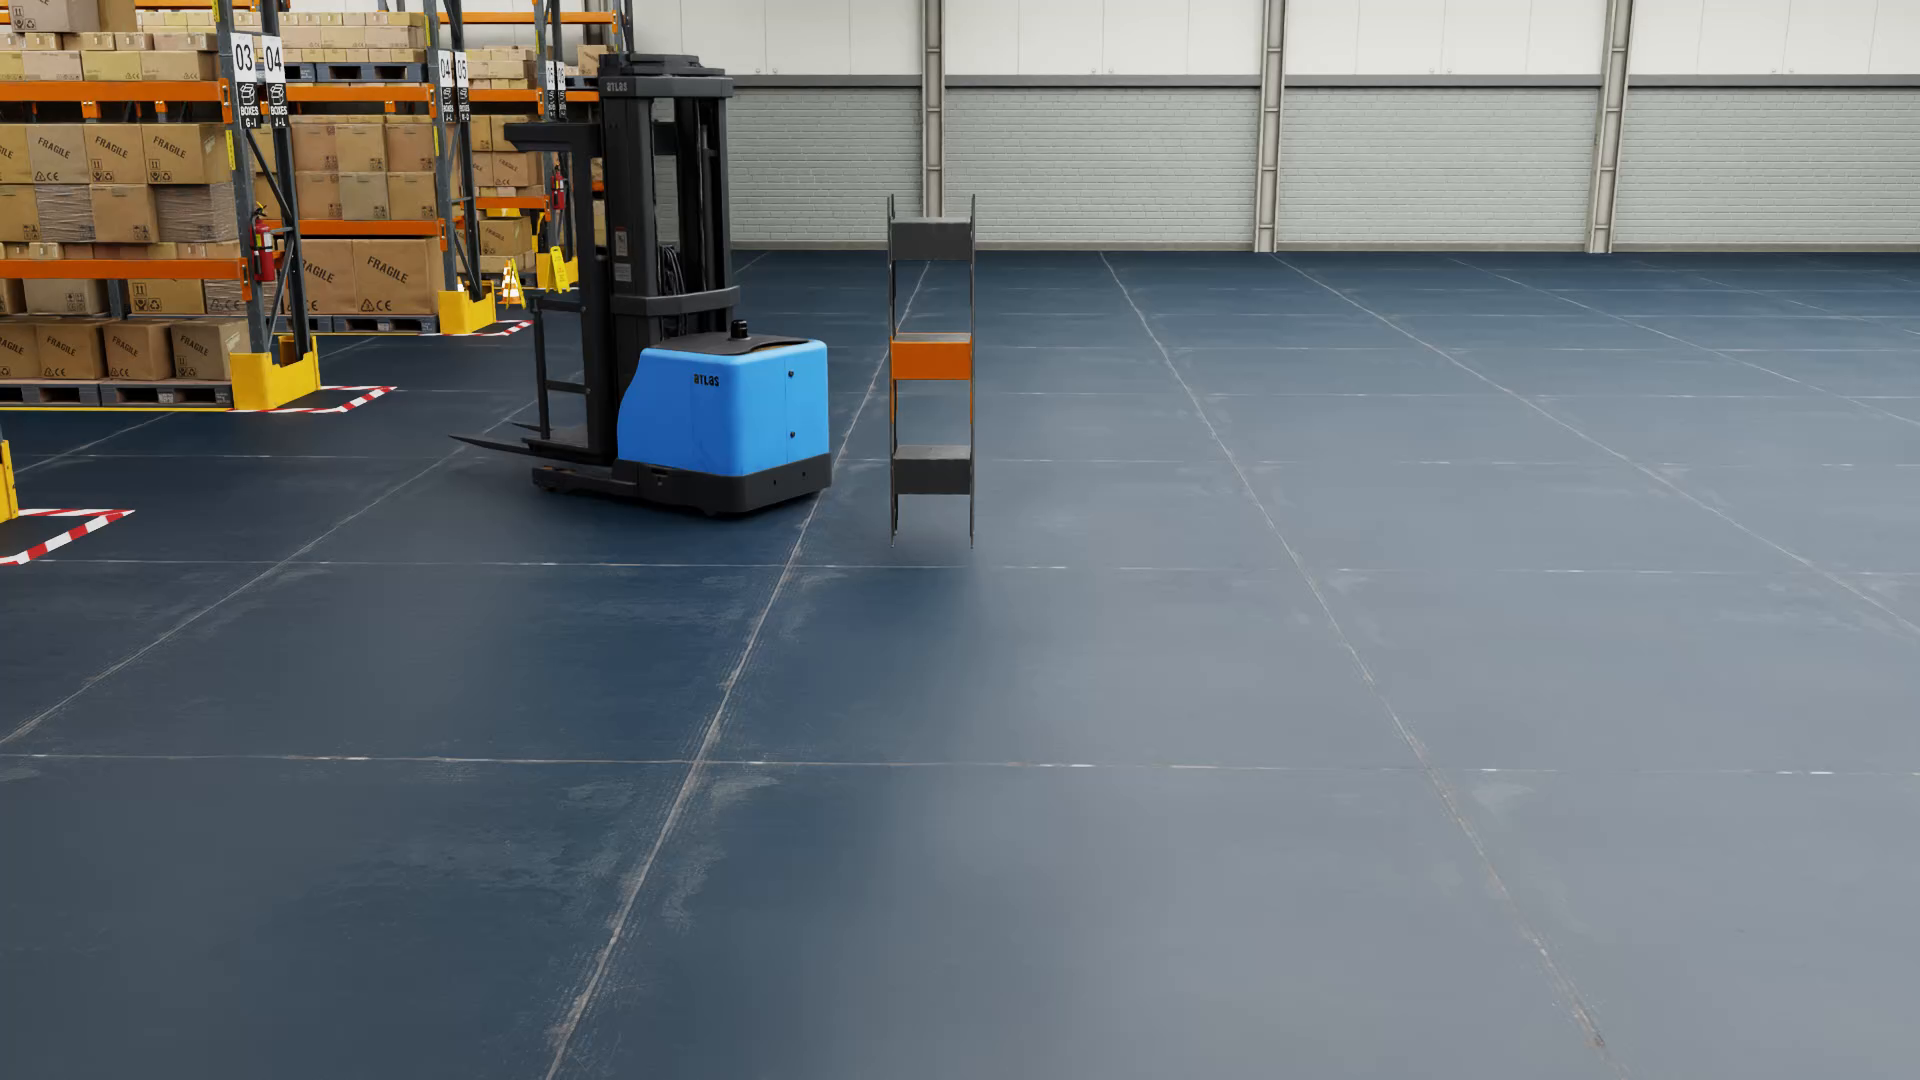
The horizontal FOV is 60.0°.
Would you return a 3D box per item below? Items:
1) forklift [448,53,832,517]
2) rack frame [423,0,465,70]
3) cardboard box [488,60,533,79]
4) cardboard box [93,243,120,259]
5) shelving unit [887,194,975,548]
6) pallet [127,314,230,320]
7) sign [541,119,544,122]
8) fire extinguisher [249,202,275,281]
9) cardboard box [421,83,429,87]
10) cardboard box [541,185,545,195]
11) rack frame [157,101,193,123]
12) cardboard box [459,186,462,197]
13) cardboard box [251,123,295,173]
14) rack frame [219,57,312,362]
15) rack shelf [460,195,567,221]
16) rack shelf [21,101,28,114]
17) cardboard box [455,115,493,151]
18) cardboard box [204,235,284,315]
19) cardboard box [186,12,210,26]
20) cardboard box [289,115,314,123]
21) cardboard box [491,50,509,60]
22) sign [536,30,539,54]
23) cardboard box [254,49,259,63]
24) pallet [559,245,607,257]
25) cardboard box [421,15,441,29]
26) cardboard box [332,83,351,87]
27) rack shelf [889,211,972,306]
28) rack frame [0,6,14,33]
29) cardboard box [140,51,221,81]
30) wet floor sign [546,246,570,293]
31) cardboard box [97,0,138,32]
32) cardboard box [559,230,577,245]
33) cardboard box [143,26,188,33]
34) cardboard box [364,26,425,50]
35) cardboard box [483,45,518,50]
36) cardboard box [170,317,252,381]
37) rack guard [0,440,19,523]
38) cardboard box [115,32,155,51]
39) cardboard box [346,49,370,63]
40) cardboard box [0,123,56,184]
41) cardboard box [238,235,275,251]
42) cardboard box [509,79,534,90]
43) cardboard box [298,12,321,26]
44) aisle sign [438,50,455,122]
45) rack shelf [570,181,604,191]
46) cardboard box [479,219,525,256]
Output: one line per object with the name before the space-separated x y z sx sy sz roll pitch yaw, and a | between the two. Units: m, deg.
forklift | -2.391 -1.838 11.562 3.031 2.935 1.130 10 18 33
rack frame | -5.941 -6.911 18.896 0.127 3.000 1.000 0 15 1
cardboard box | -6.434 -6.730 23.799 0.500 0.250 0.500 0 15 1
cardboard box | -7.459 -2.582 14.739 0.250 0.149 0.380 0 15 1
shelving unit | -0.165 -1.016 10.076 0.503 2.100 0.431 0 15 1
pallet | -9.182 -2.663 20.021 1.213 0.211 1.003 0 15 1
sign | -5.950 -5.845 23.724 0.005 0.325 0.100 0 15 1
fire extinguisher | -6.066 -2.591 14.431 0.183 0.674 0.296 0 15 1
cardboard box | -7.559 -6.549 23.895 0.250 0.149 0.380 0 15 0
cardboard box | -6.250 -5.207 24.689 0.250 0.149 0.380 0 15 2
rack frame | -13.790 -6.591 29.444 0.127 3.000 1.000 0 15 1
cardboard box | -7.318 -5.112 24.328 0.250 0.149 0.380 1 15 2
cardboard box | -7.953 -4.606 19.508 0.500 0.550 0.875 0 15 1
rack frame | -6.169 -2.746 14.869 0.127 3.000 1.000 0 15 1
rack shelf | -7.915 -4.939 24.589 4.000 0.370 1.077 0 15 1
rack shelf | -15.913 -6.441 24.404 4.000 0.370 1.077 0 15 1
cardboard box | -6.938 -5.902 24.091 0.500 0.500 0.700 1 15 2
cardboard box | -8.412 -3.185 19.875 0.875 0.875 0.875 0 15 2
cardboard box | -8.566 -5.907 18.880 0.250 0.149 0.380 1 15 2
cardboard box | -9.480 -5.917 24.148 0.500 0.500 0.700 0 15 1
cardboard box | -6.519 -6.926 23.762 0.250 0.149 0.380 1 15 2
sign | -5.950 -7.011 23.416 0.005 0.325 0.100 0 15 1
cardboard box | -8.064 -5.518 18.968 0.250 0.149 0.380 1 15 2
pallet | -6.559 -5.185 29.580 1.213 0.211 1.003 0 15 1
cardboard box | -6.267 -6.060 19.458 0.250 0.149 0.380 1 15 2
cardboard box | -8.849 -6.563 23.947 0.250 0.149 0.380 1 15 3
rack shelf | -0.165 -1.680 9.901 0.480 0.518 0.431 0 15 1
rack frame | -13.913 -8.226 23.880 0.127 3.000 1.000 0 15 1
cardboard box | -6.658 -4.062 14.272 0.500 0.250 0.500 1 15 3
wet floor sign | -5.753 -3.861 23.709 0.232 0.644 0.267 6 16 21
cardboard box | -7.646 -4.709 14.670 0.500 0.500 0.500 0 15 1
cardboard box | -6.768 -5.341 29.271 0.500 0.250 0.500 0 15 1
cardboard box | -8.954 -5.732 18.998 0.500 0.250 0.500 0 15 1
cardboard box | -6.438 -5.715 18.935 0.500 0.250 0.500 1 15 2
cardboard box | -7.847 -8.278 28.733 0.637 0.503 0.797 1 15 3
cardboard box | -6.793 -1.749 15.166 0.500 0.500 0.500 3 15 12
rack guard | -6.373 -0.263 10.357 0.348 0.500 1.175 0 15 1
cardboard box | -6.988 -4.245 14.180 0.250 0.149 0.380 0 15 -1
cardboard box | -6.791 -5.510 18.937 0.250 0.149 0.380 1 15 2
cardboard box | -8.225 -3.373 14.507 0.500 0.500 0.500 0 15 1
cardboard box | -6.448 -2.687 15.139 0.250 0.149 0.380 0 15 1
cardboard box | -6.280 -6.533 23.836 0.250 0.149 0.380 0 15 2
cardboard box | -7.301 -5.899 18.849 0.250 0.149 0.380 0 15 2
aisle sign | -5.878 -5.191 19.038 0.004 0.787 0.394 0 15 1
rack shelf | -7.792 -6.205 29.387 4.000 0.370 1.077 0 15 1
cardboard box | -6.724 -4.448 24.417 0.500 0.500 0.500 0 15 2
